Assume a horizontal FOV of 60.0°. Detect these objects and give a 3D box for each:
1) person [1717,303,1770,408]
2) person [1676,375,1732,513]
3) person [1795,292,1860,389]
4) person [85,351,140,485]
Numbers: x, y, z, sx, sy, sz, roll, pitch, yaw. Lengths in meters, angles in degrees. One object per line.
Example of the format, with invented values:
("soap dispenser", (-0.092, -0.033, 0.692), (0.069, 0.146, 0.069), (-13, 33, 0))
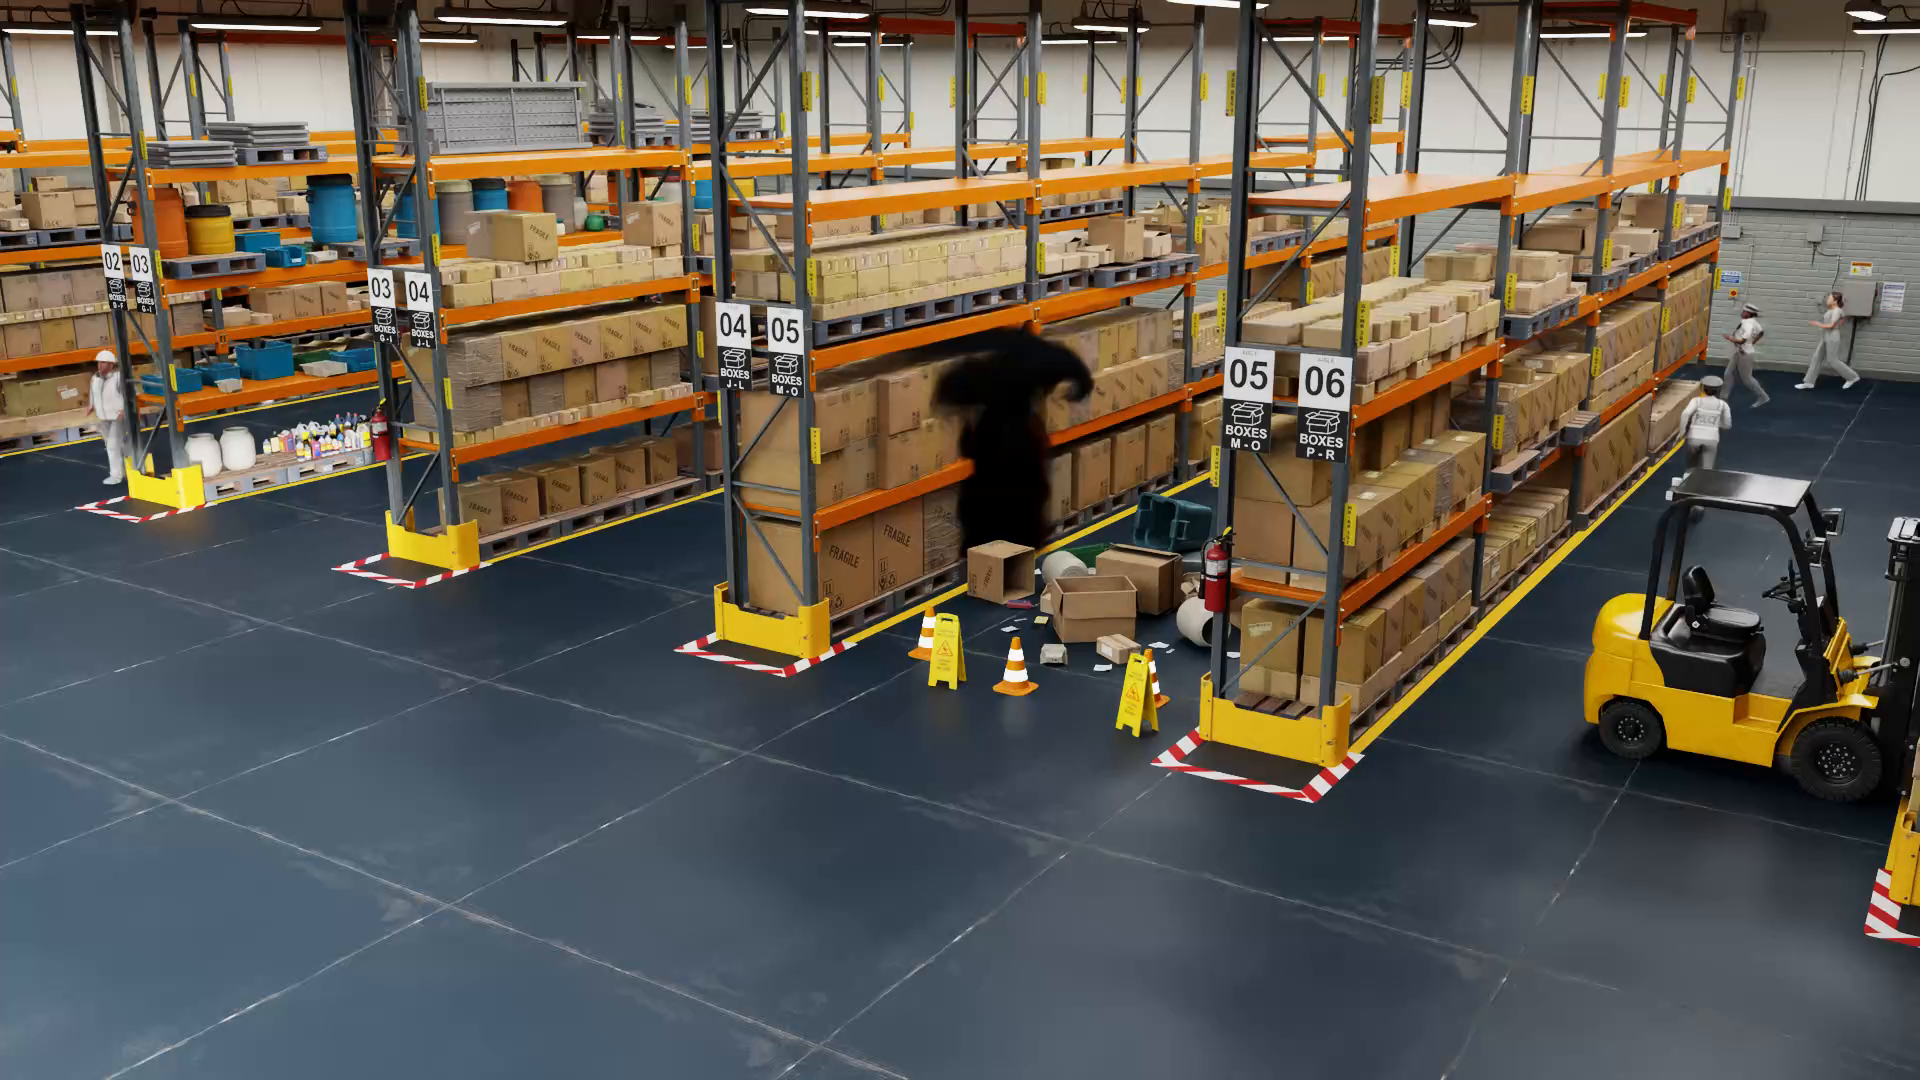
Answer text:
("person", (12.523, -2.942, 26.569), (0.883, 1.712, 0.576), (8, 17, 25))
("person", (9.051, -1.146, 20.278), (0.606, 1.659, 0.941), (7, 17, 25))
("person", (14.720, -3.354, 28.051), (0.966, 1.657, 0.573), (5, 16, 18))
("person", (-11.092, -1.638, 21.878), (0.680, 1.742, 0.818), (4, 16, 14))
